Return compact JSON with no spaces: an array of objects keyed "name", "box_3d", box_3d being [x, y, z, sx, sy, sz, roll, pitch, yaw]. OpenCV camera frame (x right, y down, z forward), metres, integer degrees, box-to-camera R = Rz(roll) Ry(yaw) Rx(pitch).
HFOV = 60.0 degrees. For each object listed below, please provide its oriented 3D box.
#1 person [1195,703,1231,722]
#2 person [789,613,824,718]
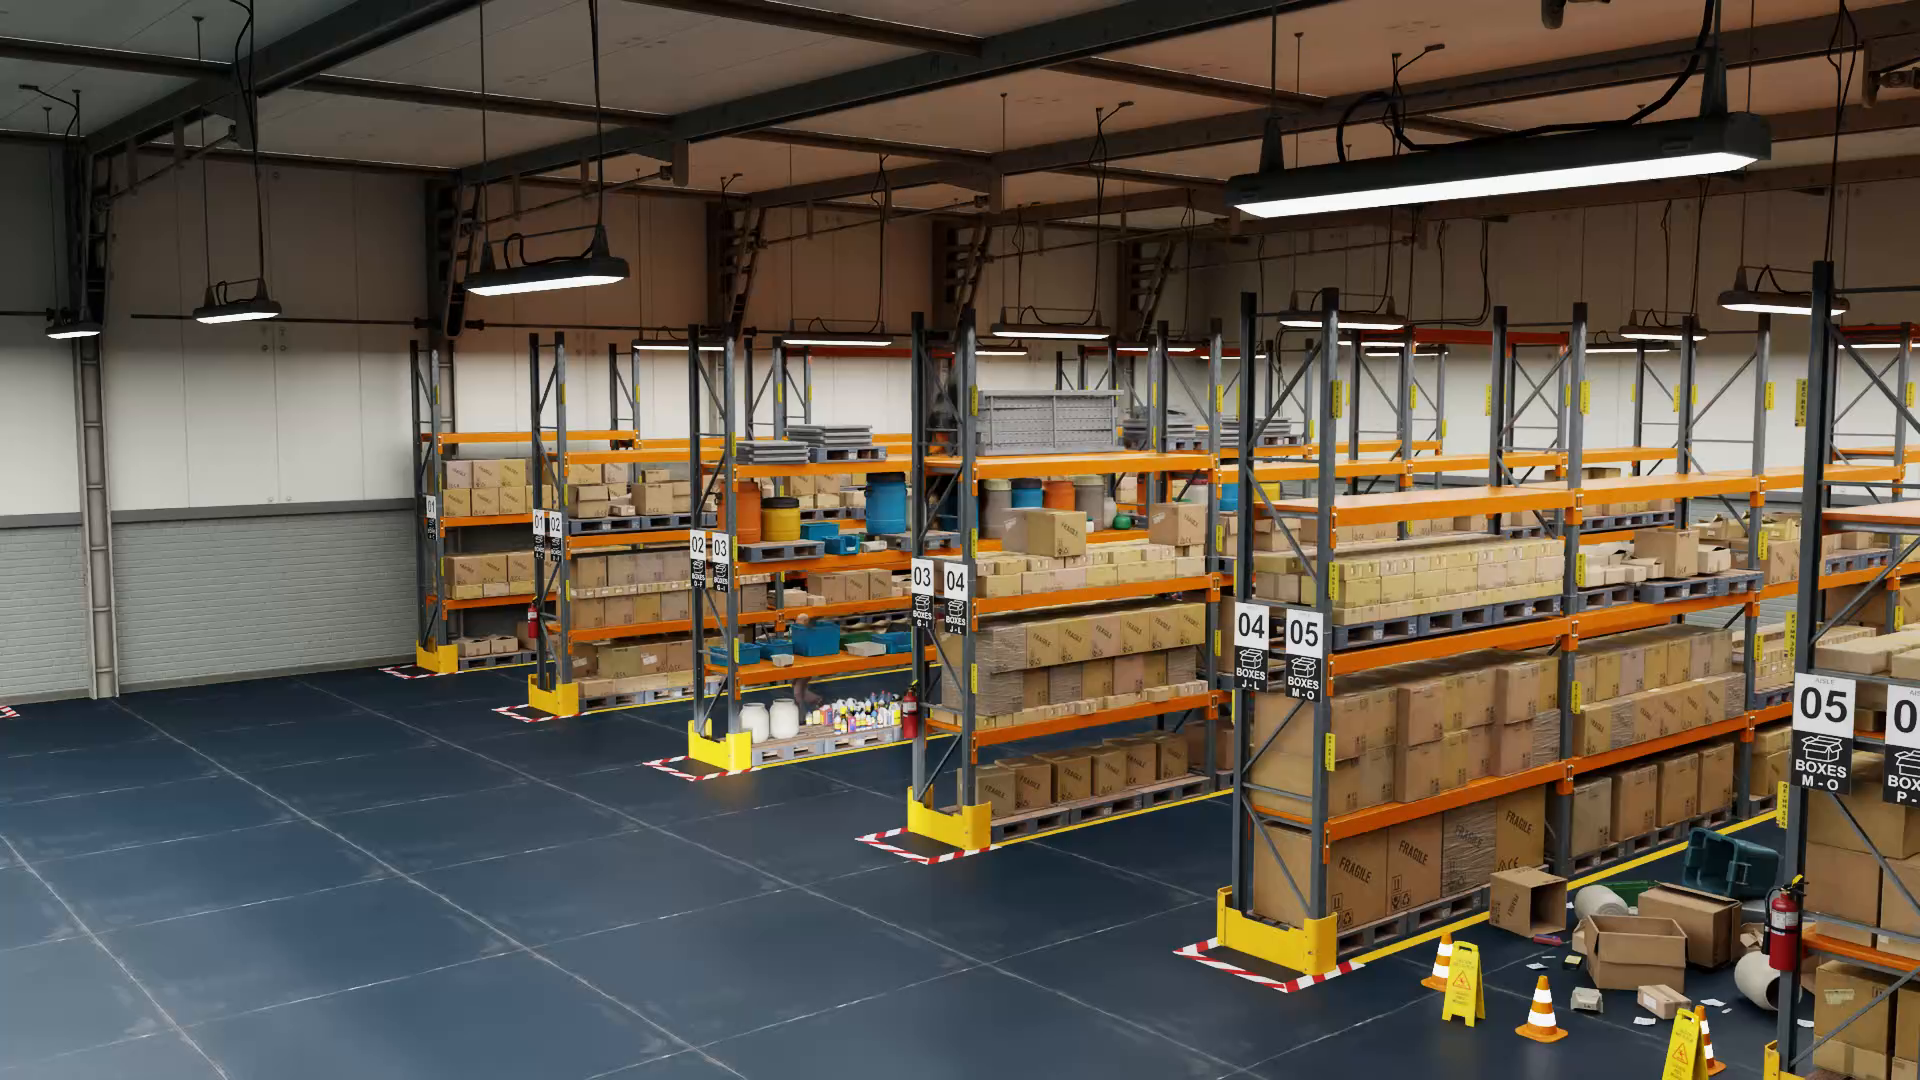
[{"name":"person","box_3d":[3.730,2.144,24.388,0.782,1.616,0.553,-4,6,-35]},{"name":"person","box_3d":[-2.383,1.970,25.271,0.663,1.718,0.931,5,7,42]}]
